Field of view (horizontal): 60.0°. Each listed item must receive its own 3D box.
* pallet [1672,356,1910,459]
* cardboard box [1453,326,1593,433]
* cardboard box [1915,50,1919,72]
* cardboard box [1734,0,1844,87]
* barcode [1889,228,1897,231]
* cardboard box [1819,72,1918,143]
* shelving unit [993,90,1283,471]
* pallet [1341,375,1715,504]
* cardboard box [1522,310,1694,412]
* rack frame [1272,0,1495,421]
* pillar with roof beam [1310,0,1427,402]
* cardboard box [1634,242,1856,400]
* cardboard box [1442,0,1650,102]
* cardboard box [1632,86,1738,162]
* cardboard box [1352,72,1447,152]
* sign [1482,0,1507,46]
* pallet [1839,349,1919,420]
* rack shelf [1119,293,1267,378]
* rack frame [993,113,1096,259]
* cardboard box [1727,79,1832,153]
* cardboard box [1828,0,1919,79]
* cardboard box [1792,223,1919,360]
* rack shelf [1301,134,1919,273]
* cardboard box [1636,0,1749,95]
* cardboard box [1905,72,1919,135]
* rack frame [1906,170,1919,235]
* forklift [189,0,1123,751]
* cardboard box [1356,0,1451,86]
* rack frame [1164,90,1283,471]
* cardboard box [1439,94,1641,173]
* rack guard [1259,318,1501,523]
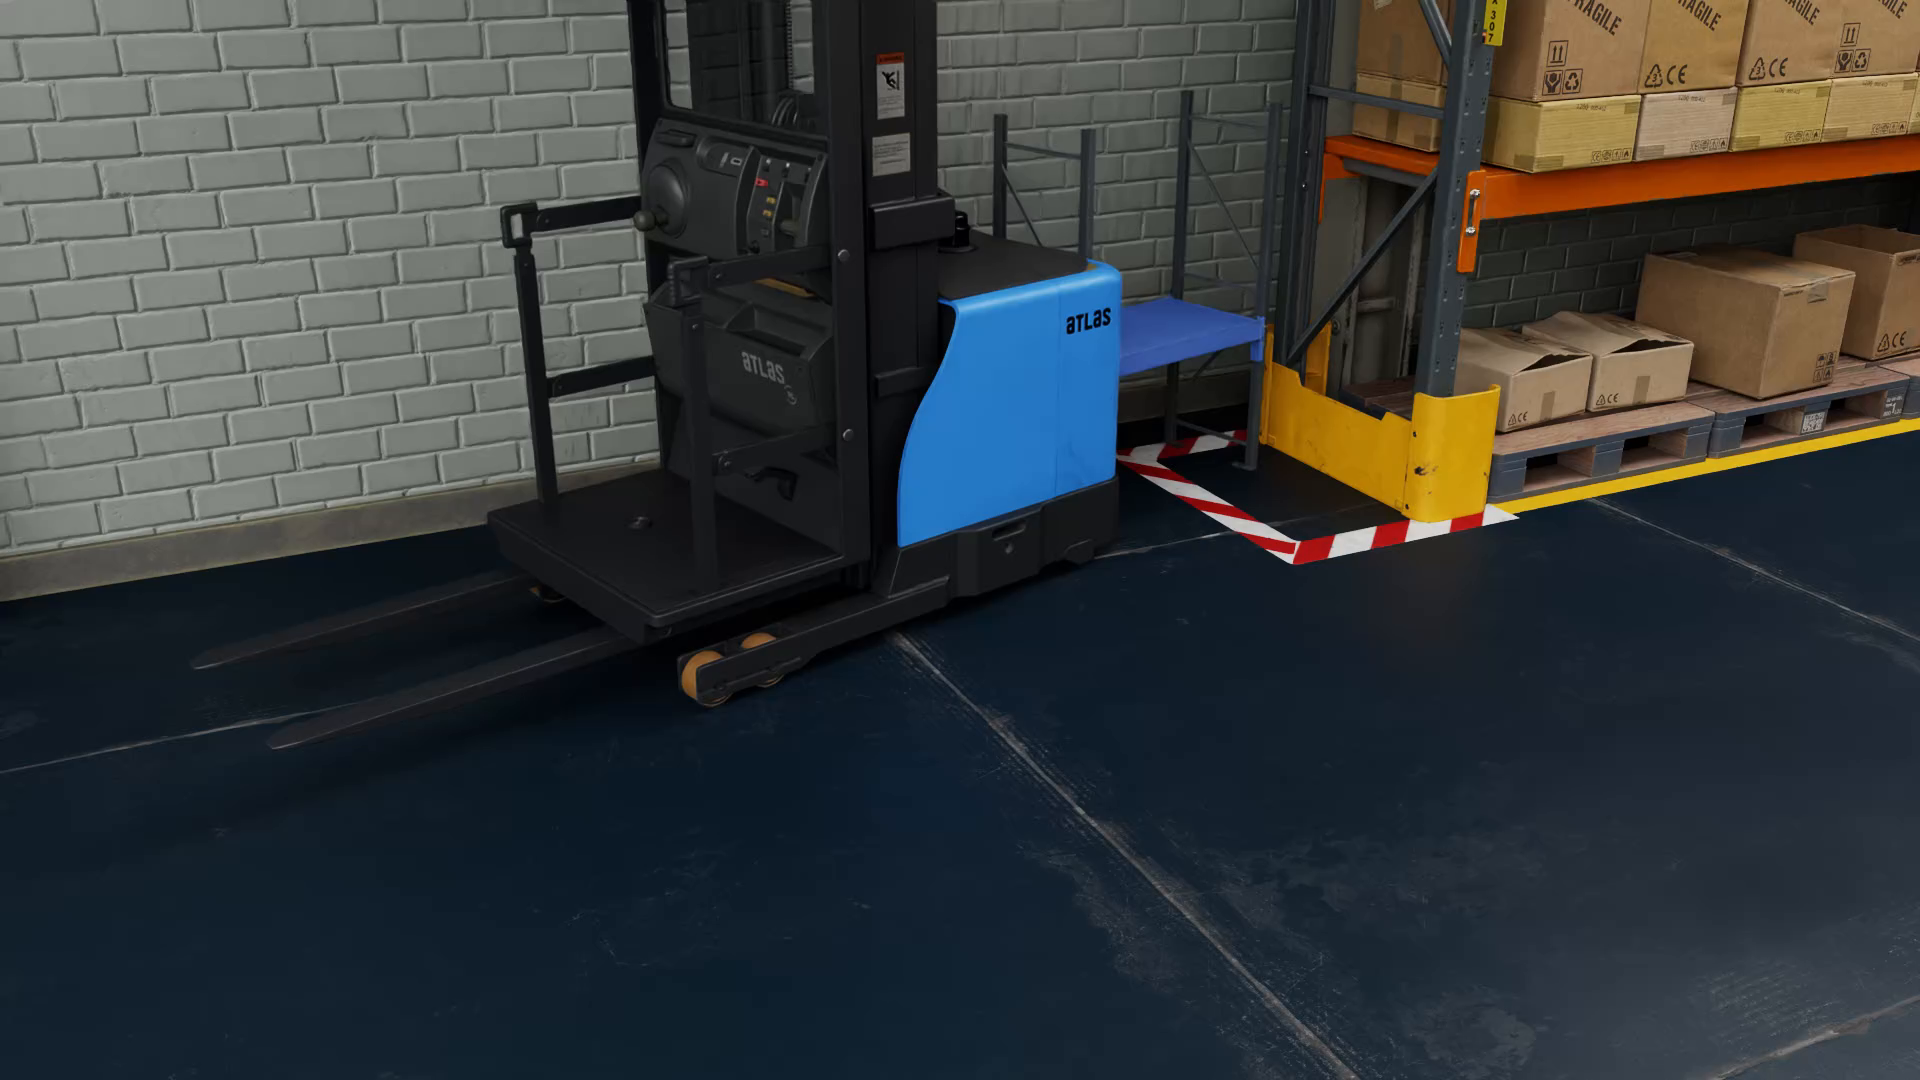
[{"bbox_3d":[3.525,-0.709,7.686,1.213,0.211,1.003,-10,25,-24],"label":"pallet"},{"bbox_3d":[2.274,-0.706,6.973,0.500,0.311,0.500,-14,26,-30],"label":"cardboard box"},{"bbox_3d":[4.018,-2.261,6.980,0.500,0.500,0.500,-11,25,-25],"label":"cardboard box"},{"bbox_3d":[3.090,-2.085,6.555,0.500,0.500,0.500,-11,25,-25],"label":"cardboard box"},{"bbox_3d":[4.625,-1.514,8.260,0.075,0.075,0.001,-10,25,-24],"label":"barcode"},{"bbox_3d":[3.569,-1.829,6.917,0.500,0.250,0.500,-10,25,-23],"label":"cardboard box"},{"bbox_3d":[0.684,-0.929,6.534,1.048,1.500,0.538,-18,29,-37],"label":"shelving unit"},{"bbox_3d":[2.427,-0.508,7.201,1.213,0.211,1.003,-10,25,-24],"label":"pallet"},{"bbox_3d":[2.788,-0.800,7.202,0.500,0.311,0.500,-8,24,-19],"label":"cardboard box"},{"bbox_3d":[1.612,-1.661,6.341,0.127,3.000,1.000,-10,25,-24],"label":"rack frame"},{"bbox_3d":[3.734,-3.363,2.610,0.400,9.000,9.100,-10,25,-24],"label":"pillar with roof beam"},{"bbox_3d":[3.471,-0.992,7.418,0.500,0.500,0.700,-12,25,-27],"label":"cardboard box"},{"bbox_3d":[2.172,-1.923,6.163,0.500,0.500,0.500,-10,25,-24],"label":"cardboard box"},{"bbox_3d":[2.651,-1.663,6.517,0.500,0.250,0.500,-11,25,-25],"label":"cardboard box"},{"bbox_3d":[1.949,-1.745,6.714,0.500,0.250,0.500,-10,25,-23],"label":"cardboard box"},{"bbox_3d":[1.847,-1.874,5.723,0.005,0.325,0.100,-10,25,-24],"label":"sign"},{"bbox_3d":[4.626,-0.912,8.178,1.213,0.211,1.003,-10,25,-24],"label":"pallet"},{"bbox_3d":[0.684,-0.763,6.602,1.000,0.185,0.538,-18,29,-37],"label":"rack shelf"},{"bbox_3d":[0.299,-0.802,6.227,0.032,1.500,0.500,-18,29,-37],"label":"rack frame"},{"bbox_3d":[3.112,-1.746,6.716,0.500,0.250,0.500,-11,25,-24],"label":"cardboard box"},{"bbox_3d":[3.550,-2.175,6.771,0.500,0.500,0.500,-10,24,-22],"label":"cardboard box"},{"bbox_3d":[4.298,-1.187,7.888,0.500,0.500,0.500,-12,26,-28],"label":"cardboard box"},{"bbox_3d":[3.414,-1.660,7.280,4.000,0.370,1.077,-10,25,-24],"label":"rack shelf"},{"bbox_3d":[2.622,-2.002,6.353,0.500,0.500,0.500,-10,25,-23],"label":"cardboard box"},{"bbox_3d":[4.022,-1.913,7.119,0.500,0.250,0.500,-11,25,-24],"label":"cardboard box"},{"bbox_3d":[5.216,-2.324,7.944,0.127,3.000,1.000,-10,25,-24],"label":"rack frame"},{"bbox_3d":[-0.869,-1.076,5.018,3.031,2.935,1.130,-18,29,-37],"label":"forklift"},{"bbox_3d":[1.944,-2.099,6.588,0.500,0.500,0.500,-11,25,-24],"label":"cardboard box"},{"bbox_3d":[1.068,-1.056,6.841,0.032,1.500,0.500,-18,29,-37],"label":"rack frame"},{"bbox_3d":[2.189,-1.572,6.297,0.500,0.250,0.500,-11,25,-25],"label":"cardboard box"},{"bbox_3d":[1.680,-0.519,6.849,0.348,0.500,1.175,-10,25,-24],"label":"rack guard"}]
